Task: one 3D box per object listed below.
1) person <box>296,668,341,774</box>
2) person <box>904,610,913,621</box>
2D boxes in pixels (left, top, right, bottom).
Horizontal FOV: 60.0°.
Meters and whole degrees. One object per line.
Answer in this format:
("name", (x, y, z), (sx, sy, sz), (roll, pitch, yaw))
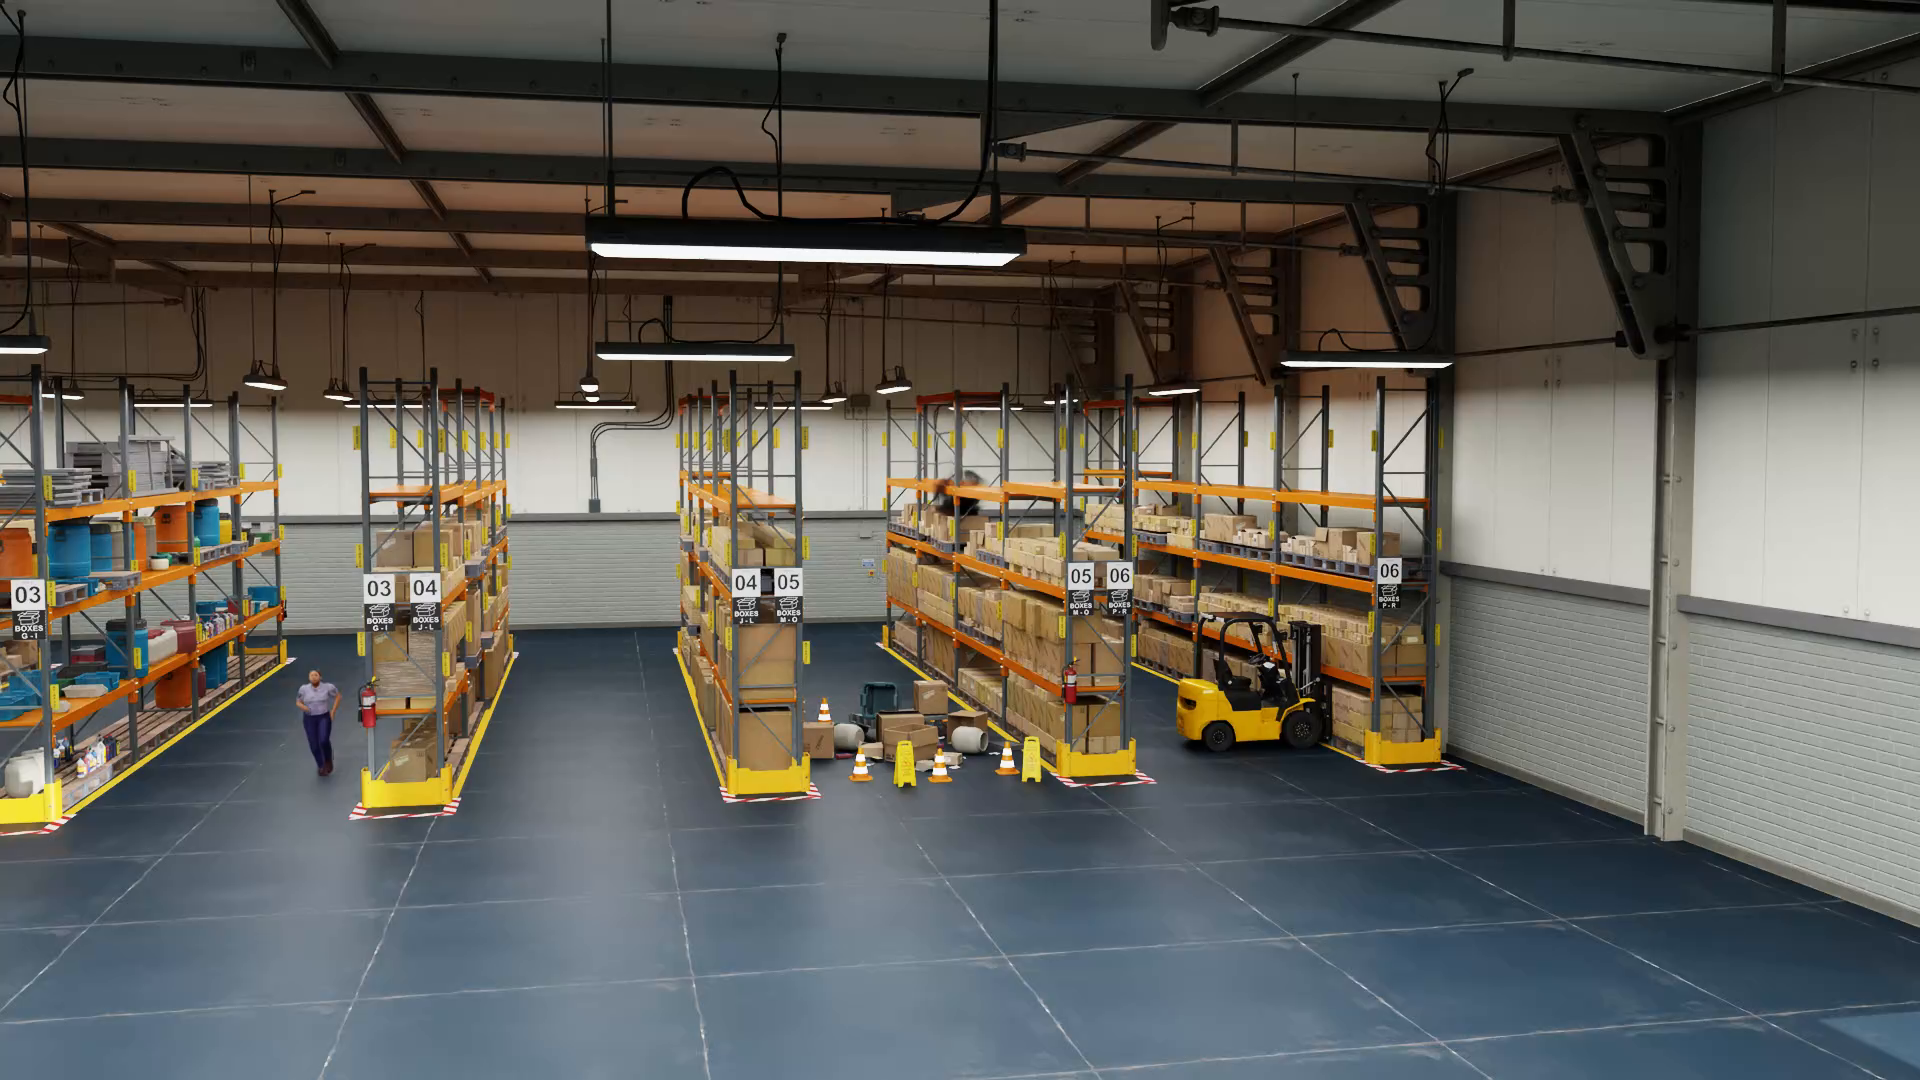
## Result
("person", (-9.585, 2.712, 24.815), (0.599, 1.602, 0.645), (-1, 3, -10))
("person", (-1.230, 1.701, 41.889), (0.713, 1.641, 0.659), (2, 4, 30))
